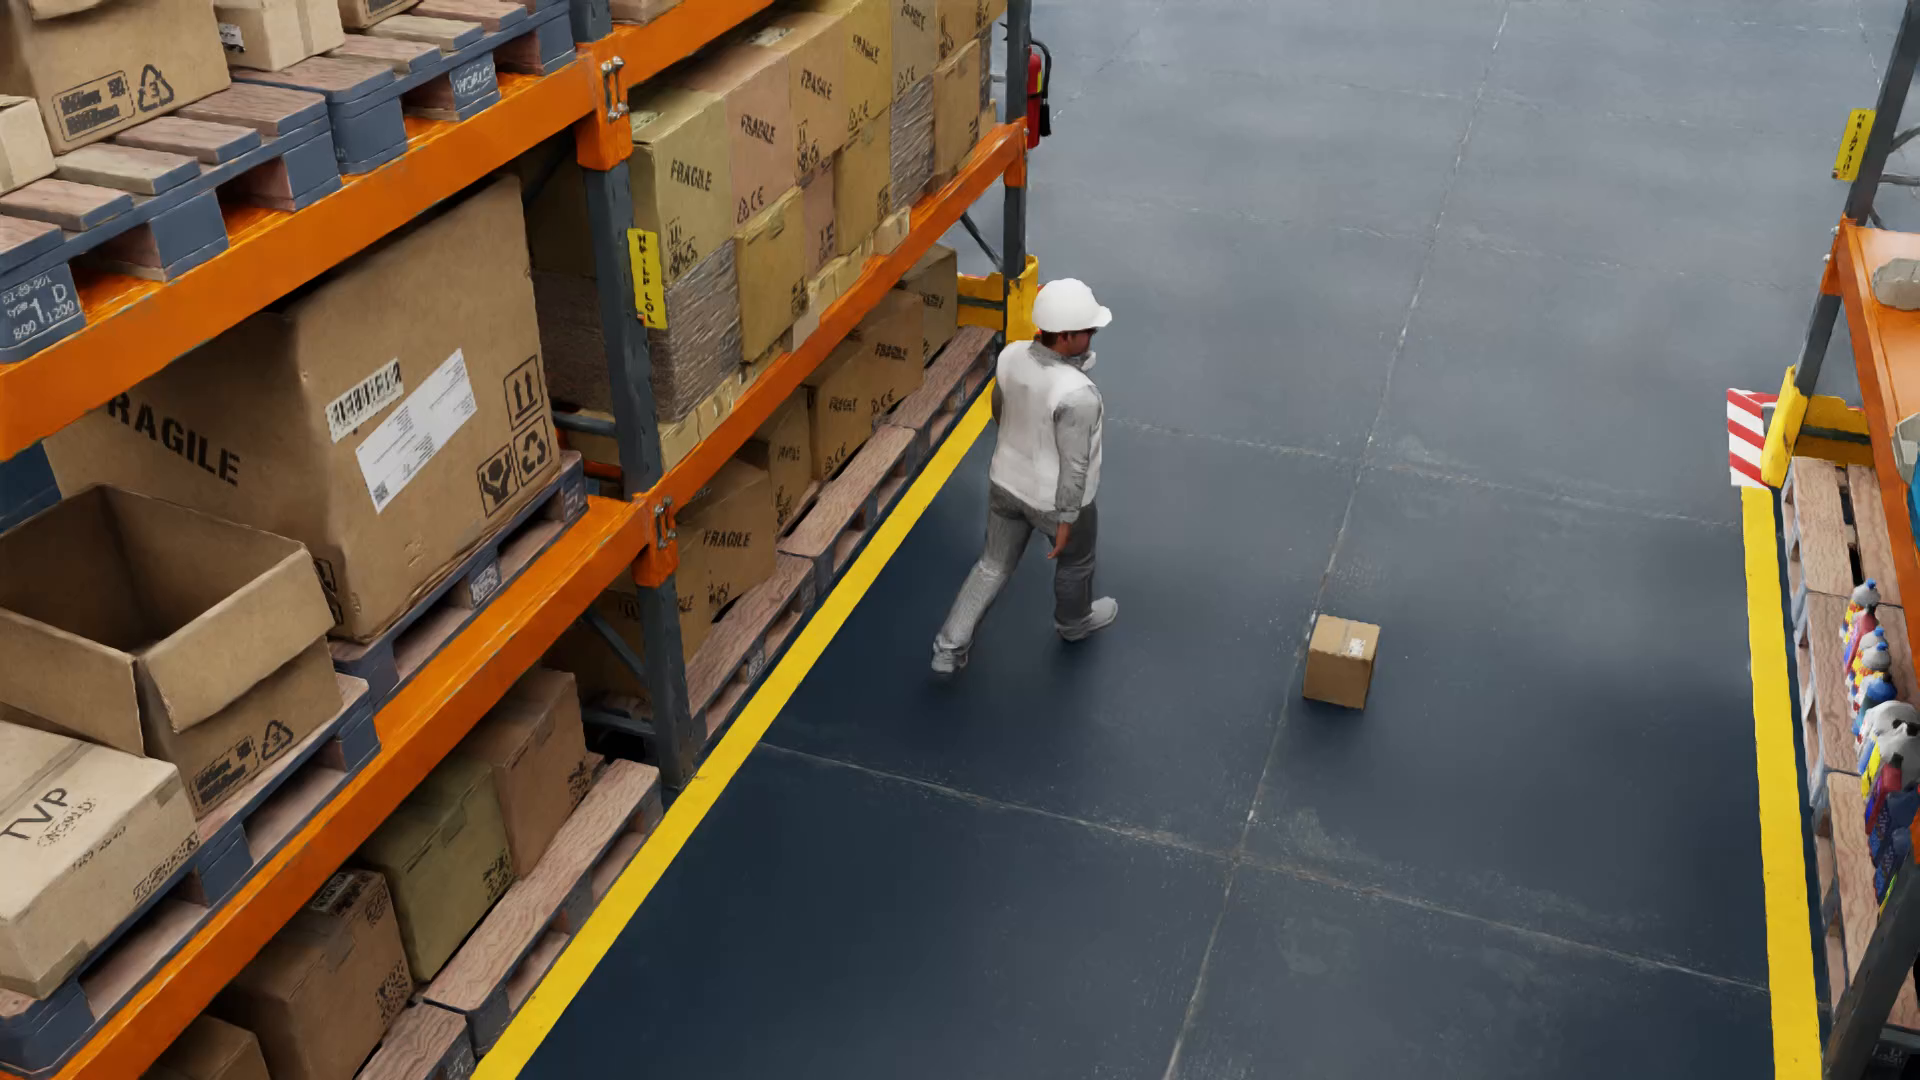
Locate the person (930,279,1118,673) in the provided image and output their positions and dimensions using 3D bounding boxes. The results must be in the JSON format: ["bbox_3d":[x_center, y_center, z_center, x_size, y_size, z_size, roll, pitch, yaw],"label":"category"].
[{"bbox_3d":[0.298,-0.230,6.482,0.976,1.746,0.640,-28,42,-36],"label":"person"}]
